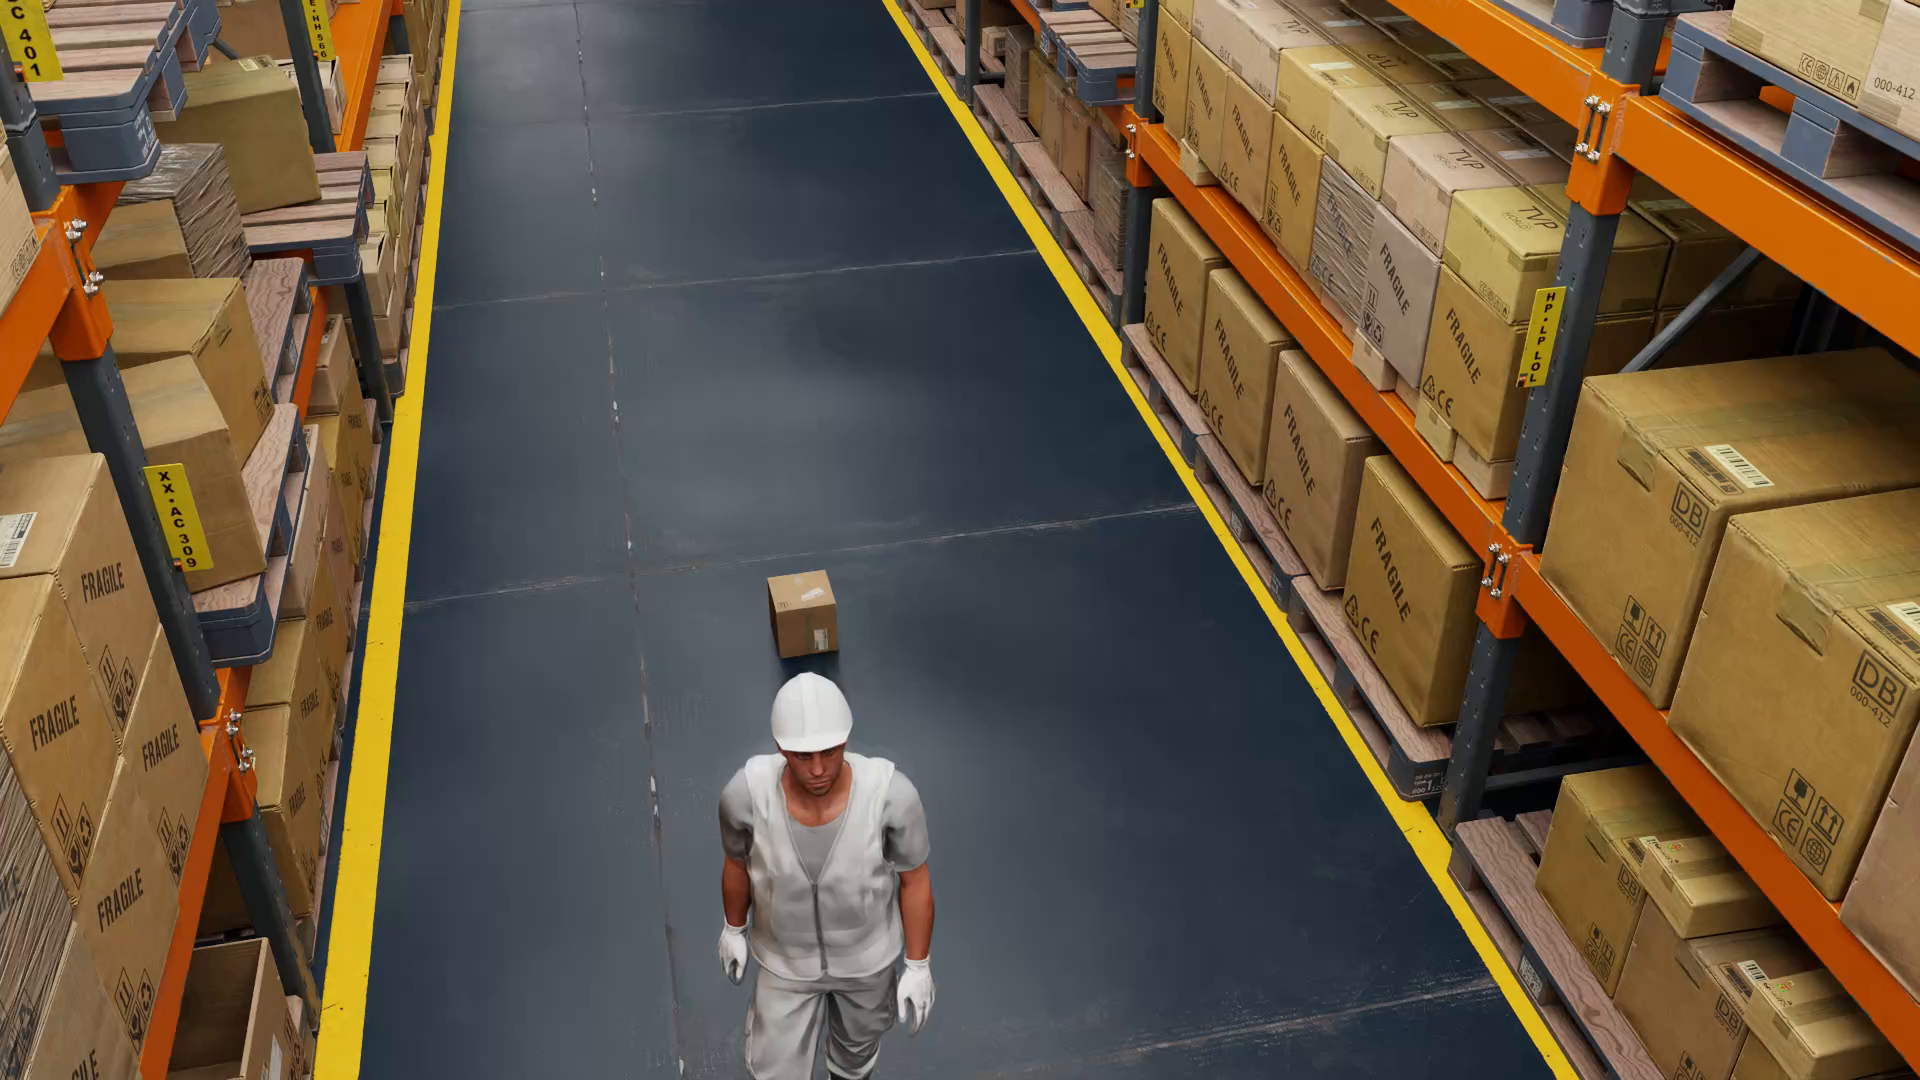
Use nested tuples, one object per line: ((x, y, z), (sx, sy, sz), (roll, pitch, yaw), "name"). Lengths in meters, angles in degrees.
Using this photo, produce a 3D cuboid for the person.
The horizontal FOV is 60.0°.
((-0.360, 1.139, 4.446), (0.588, 1.846, 0.534), (-2, 34, -3), "person")
